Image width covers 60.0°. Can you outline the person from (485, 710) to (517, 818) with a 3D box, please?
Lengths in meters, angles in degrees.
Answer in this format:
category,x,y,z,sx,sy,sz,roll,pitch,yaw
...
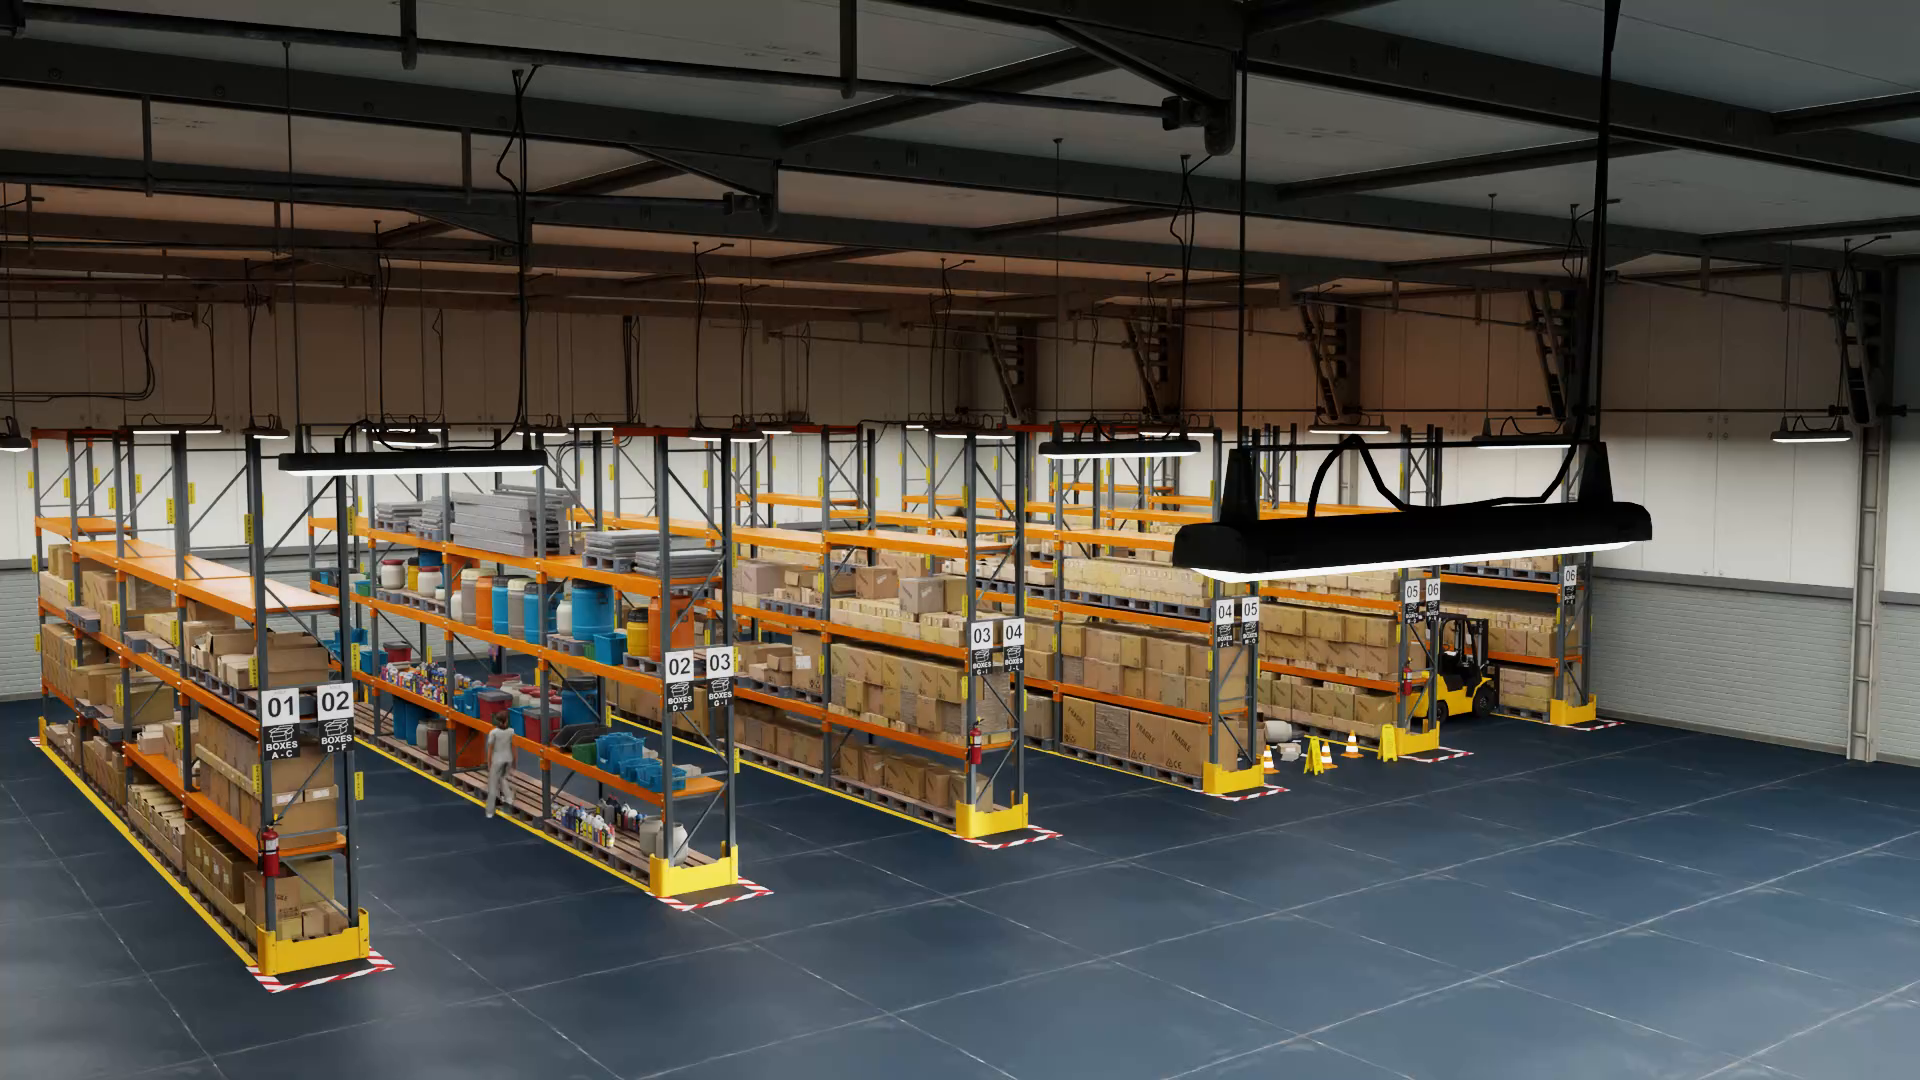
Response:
category,x,y,z,sx,sy,sz,roll,pitch,yaw
person,-7.174,3.466,25.886,0.494,1.662,0.506,-4,6,-41

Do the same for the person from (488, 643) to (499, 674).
category,x,y,z,sx,sy,sz,roll,pitch,yaw
person,-10.455,2.586,37.455,0.351,1.610,0.421,1,5,8
